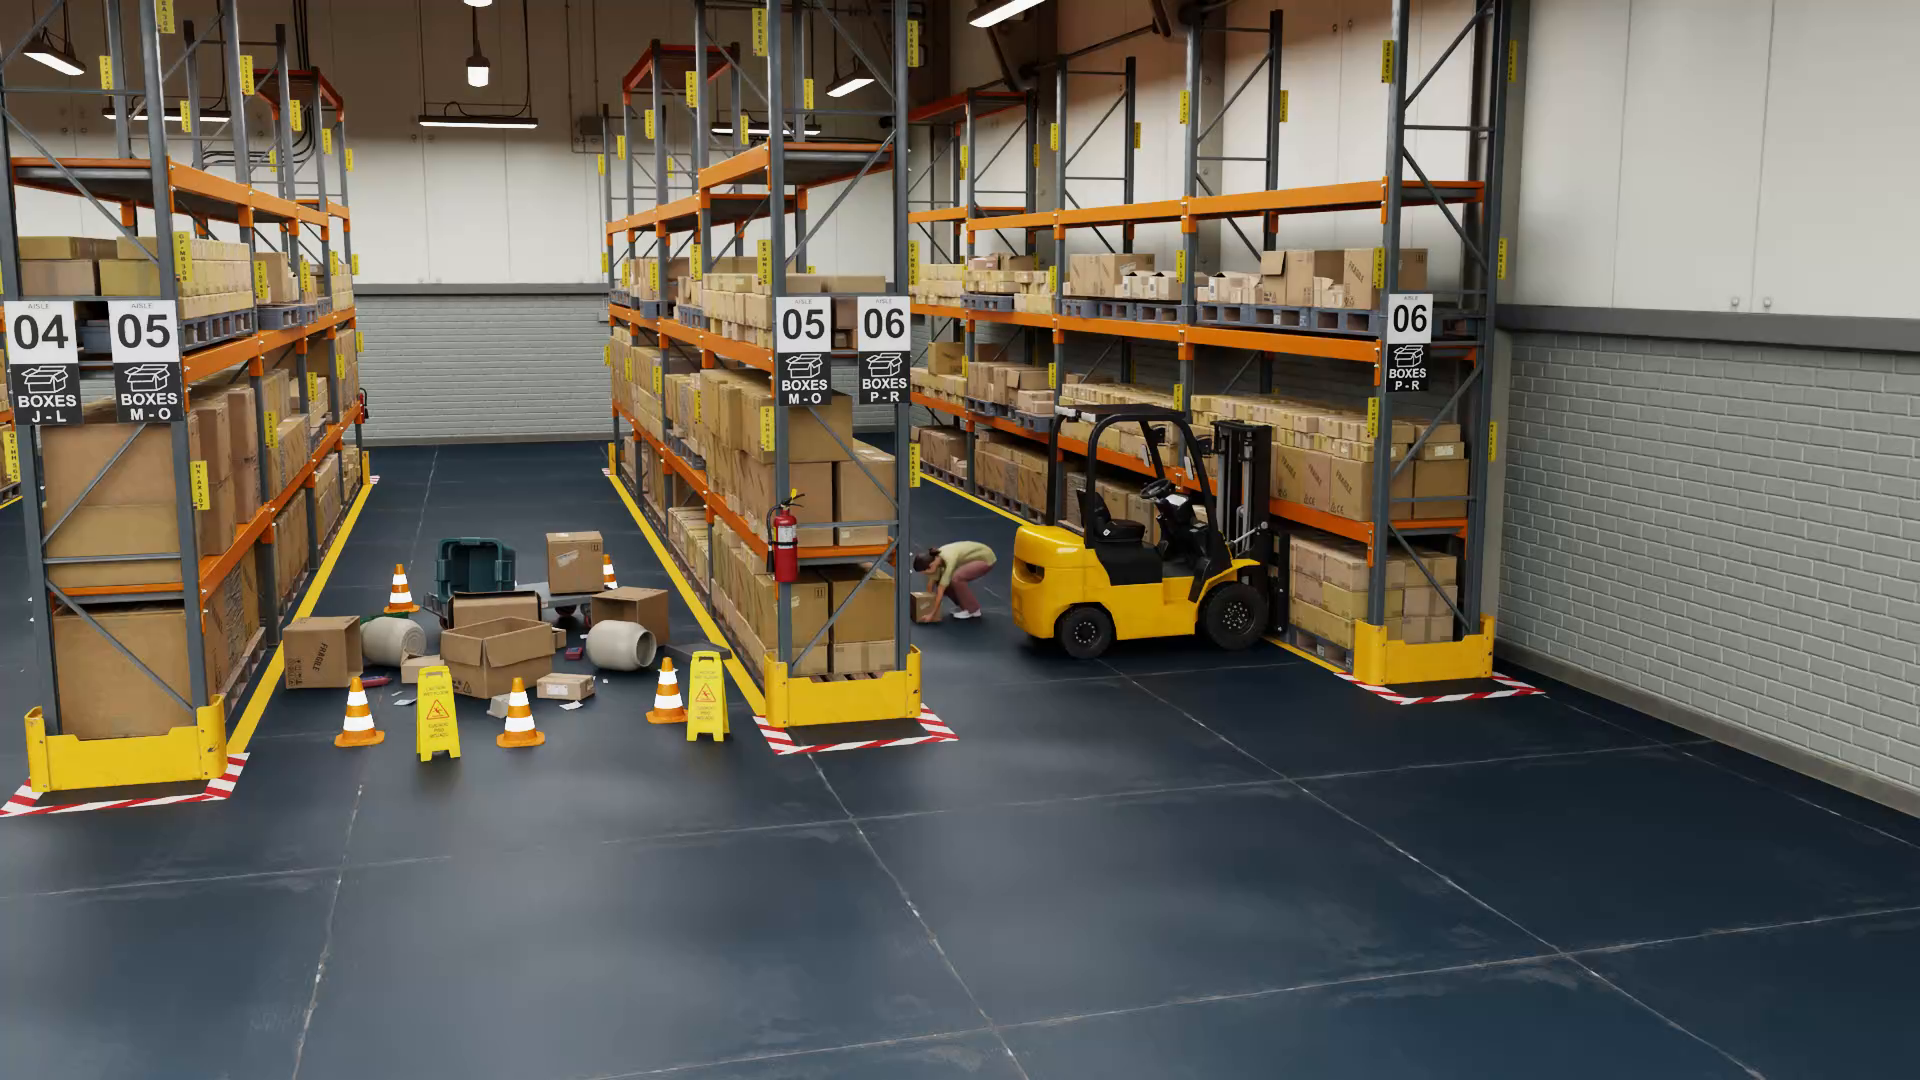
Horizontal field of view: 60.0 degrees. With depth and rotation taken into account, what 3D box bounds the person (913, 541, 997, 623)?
[{"bbox_3d":[-0.061,0.403,16.370,0.866,0.753,0.448,-4,10,-25],"label":"person"}]
